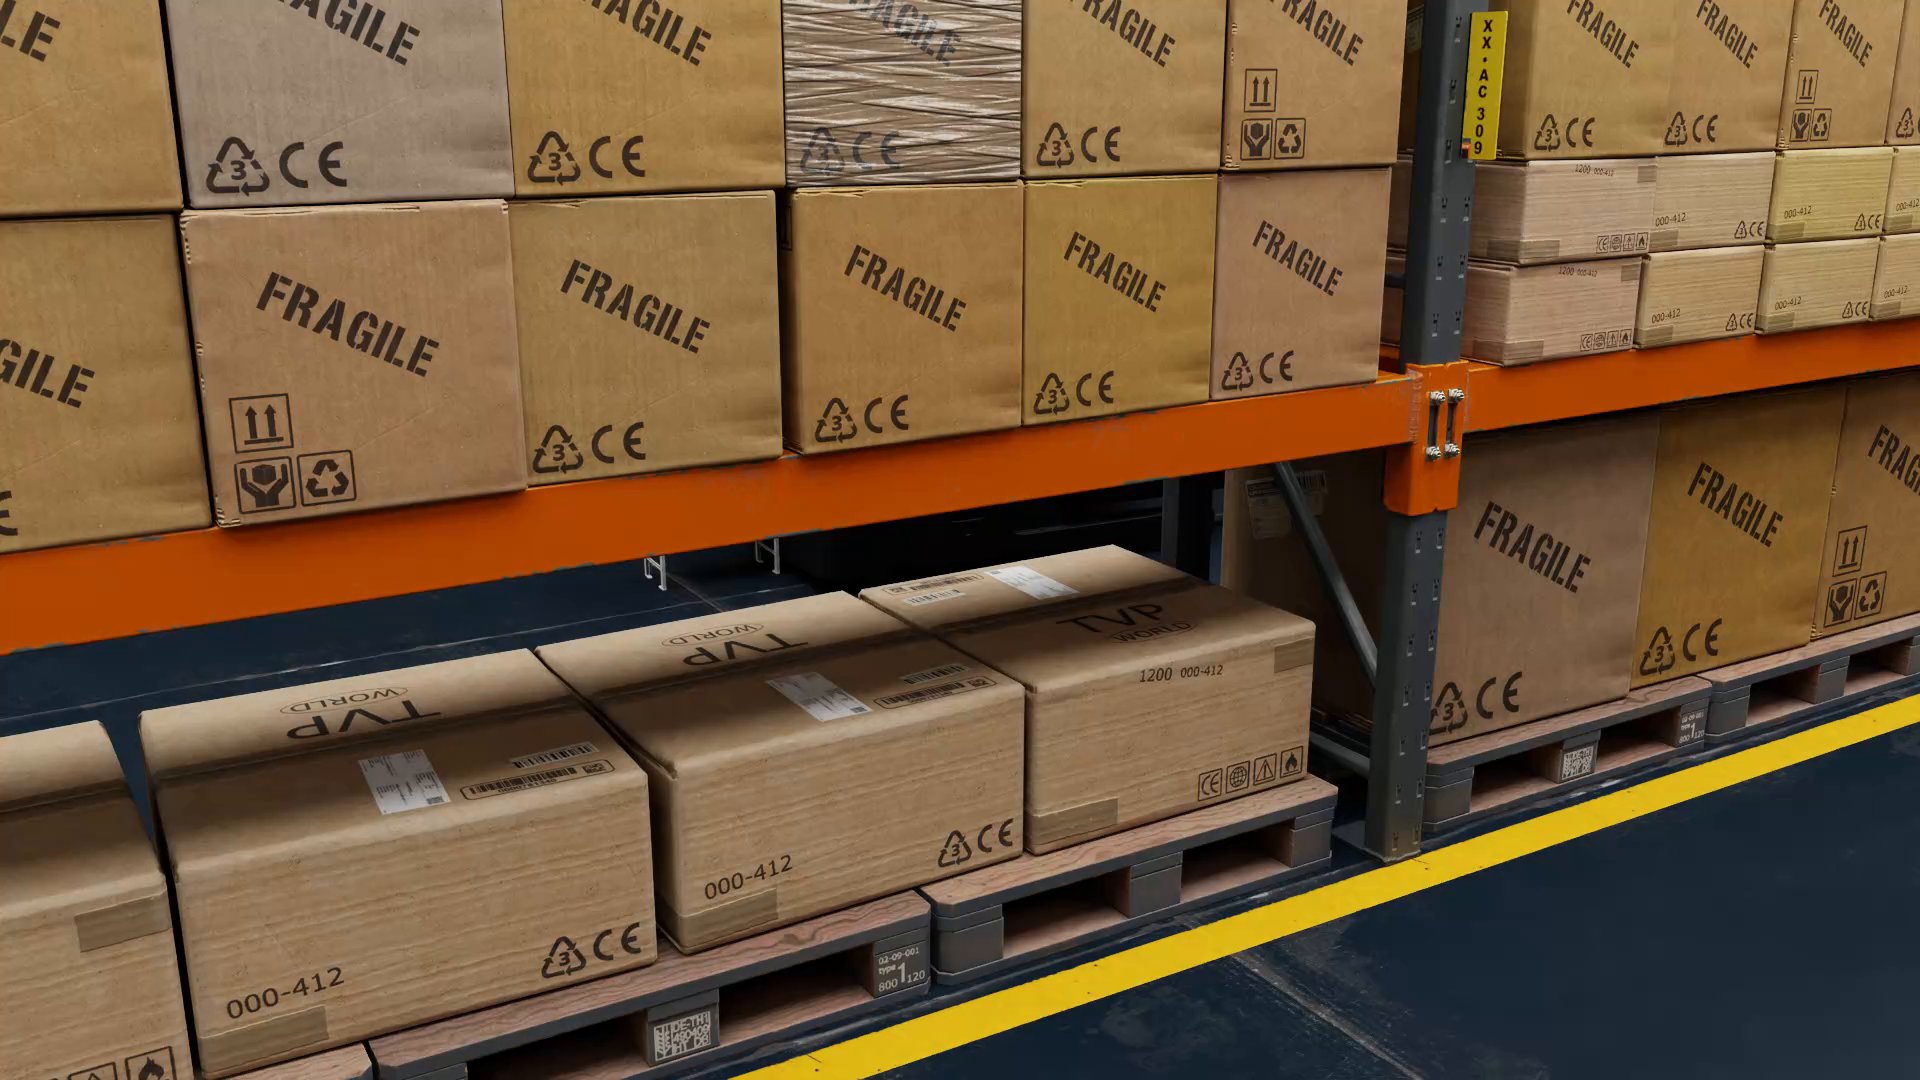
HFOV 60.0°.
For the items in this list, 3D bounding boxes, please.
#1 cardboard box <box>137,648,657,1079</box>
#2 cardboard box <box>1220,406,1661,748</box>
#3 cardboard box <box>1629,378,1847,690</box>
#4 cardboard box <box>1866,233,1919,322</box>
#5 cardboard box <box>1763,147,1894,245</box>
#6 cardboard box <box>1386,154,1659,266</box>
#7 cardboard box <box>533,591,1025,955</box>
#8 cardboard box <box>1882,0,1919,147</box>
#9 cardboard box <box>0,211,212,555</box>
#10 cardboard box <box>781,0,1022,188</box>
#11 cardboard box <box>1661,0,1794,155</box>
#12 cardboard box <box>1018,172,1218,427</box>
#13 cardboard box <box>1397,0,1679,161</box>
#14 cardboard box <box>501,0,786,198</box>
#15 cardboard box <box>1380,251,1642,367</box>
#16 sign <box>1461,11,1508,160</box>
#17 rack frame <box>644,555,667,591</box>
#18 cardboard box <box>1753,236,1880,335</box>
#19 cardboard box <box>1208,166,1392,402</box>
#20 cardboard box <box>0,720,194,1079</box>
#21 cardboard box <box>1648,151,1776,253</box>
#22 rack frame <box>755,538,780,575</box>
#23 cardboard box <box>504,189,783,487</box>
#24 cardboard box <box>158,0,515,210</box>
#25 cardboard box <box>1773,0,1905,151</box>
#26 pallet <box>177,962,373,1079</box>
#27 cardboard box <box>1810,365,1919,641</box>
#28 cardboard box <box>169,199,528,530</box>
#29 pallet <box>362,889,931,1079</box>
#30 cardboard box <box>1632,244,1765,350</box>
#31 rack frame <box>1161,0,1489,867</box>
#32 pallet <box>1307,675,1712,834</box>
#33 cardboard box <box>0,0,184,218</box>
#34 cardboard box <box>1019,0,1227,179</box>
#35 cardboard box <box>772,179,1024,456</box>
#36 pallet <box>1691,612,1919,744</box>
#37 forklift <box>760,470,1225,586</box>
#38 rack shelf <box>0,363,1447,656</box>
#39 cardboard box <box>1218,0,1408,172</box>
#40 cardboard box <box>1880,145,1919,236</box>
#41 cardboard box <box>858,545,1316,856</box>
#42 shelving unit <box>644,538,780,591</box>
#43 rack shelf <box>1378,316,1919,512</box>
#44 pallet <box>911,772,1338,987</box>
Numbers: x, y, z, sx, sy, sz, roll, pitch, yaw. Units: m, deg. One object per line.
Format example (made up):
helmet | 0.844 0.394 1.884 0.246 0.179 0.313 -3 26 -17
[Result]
cardboard box | -1.222 0.632 3.568 0.875 0.438 0.875 -9 18 -28
cardboard box | 1.402 0.004 4.995 0.875 0.875 0.875 -9 18 -28
cardboard box | 2.173 -0.123 5.450 0.875 0.875 0.875 -9 18 -28
cardboard box | 2.749 -0.847 5.152 0.500 0.250 0.500 -10 18 -31
cardboard box | 2.313 -1.019 4.840 0.500 0.250 0.500 -9 18 -29
cardboard box | 1.435 -0.876 4.330 0.500 0.250 0.500 -10 18 -31
cardboard box | -0.448 0.507 4.014 0.875 0.438 0.875 -10 18 -31
cardboard box | 2.730 -1.456 5.008 0.500 0.500 0.500 -10 18 -31
cardboard box | -1.538 -0.281 2.670 0.500 0.500 0.500 -10 18 -31
cardboard box | -0.221 -0.970 3.276 0.500 0.500 0.500 -9 18 -29
cardboard box | 1.859 -1.313 4.499 0.500 0.500 0.500 -9 18 -30
cardboard box | 0.208 -0.564 3.678 0.500 0.500 0.500 -10 18 -31
cardboard box | 1.437 -1.236 4.224 0.500 0.500 0.500 -9 18 -29
cardboard box | -0.655 -0.903 3.035 0.500 0.500 0.500 -9 18 -29
cardboard box | 1.425 -0.640 4.412 0.500 0.250 0.500 -10 18 -31
sign | 1.199 -1.039 3.807 0.005 0.325 0.100 -9 18 -30
rack frame | -1.242 -0.402 6.622 0.015 1.200 0.240 -8 18 -27
cardboard box | 2.316 -0.780 4.911 0.500 0.250 0.500 -9 18 -30
cardboard box | 0.646 -0.636 3.937 0.500 0.500 0.500 -9 18 -29
cardboard box | -2.002 0.761 3.107 0.875 0.438 0.875 -10 18 -32
cardboard box | 1.867 -0.955 4.612 0.500 0.250 0.500 -9 18 -29
rack frame | -0.809 -0.464 6.840 0.015 1.200 0.240 -8 18 -27
cardboard box | -0.672 -0.421 3.169 0.500 0.500 0.500 -9 18 -28
cardboard box | -1.082 -0.833 2.786 0.500 0.500 0.500 -9 18 -30
cardboard box | 2.291 -1.382 4.746 0.500 0.500 0.500 -10 18 -31
pallet | -1.871 1.058 3.246 1.213 0.211 1.003 -9 18 -30
cardboard box | 2.939 -0.247 5.893 0.875 0.875 0.875 -9 18 -29
cardboard box | -1.093 -0.348 2.907 0.500 0.500 0.500 -9 18 -30
pallet | -0.827 0.889 3.847 1.213 0.211 1.003 -9 18 -30
cardboard box | 1.868 -0.712 4.670 0.500 0.250 0.500 -10 18 -31
rack frame | 0.912 -0.712 4.392 0.127 3.000 1.000 -9 18 -30
pallet | 1.535 0.506 5.213 1.213 0.211 1.003 -9 18 -30
cardboard box | -1.519 -0.760 2.525 0.500 0.500 0.500 -10 18 -31
cardboard box | 0.211 -1.043 3.537 0.500 0.500 0.500 -10 18 -31
cardboard box | -0.215 -0.490 3.416 0.500 0.500 0.500 -10 18 -31
pallet | 2.582 0.335 5.822 1.213 0.211 1.003 -9 18 -30
forklift | 0.552 -1.489 7.293 3.031 2.935 1.130 -8 18 -27
rack shelf | -0.802 -0.087 3.497 4.000 0.370 1.077 -9 18 -30
cardboard box | 0.650 -1.112 3.781 0.500 0.500 0.500 -9 18 -30
cardboard box | 2.746 -1.090 5.093 0.500 0.250 0.500 -10 18 -31
cardboard box | 0.319 0.382 4.458 0.875 0.438 0.875 -10 18 -31
shelving unit | -1.026 -0.433 6.731 0.503 1.200 0.258 -8 18 -27
rack shelf | 2.627 -0.643 5.481 4.000 0.370 1.077 -9 18 -30
pallet | 0.220 0.718 4.456 1.213 0.211 1.003 -9 18 -30
